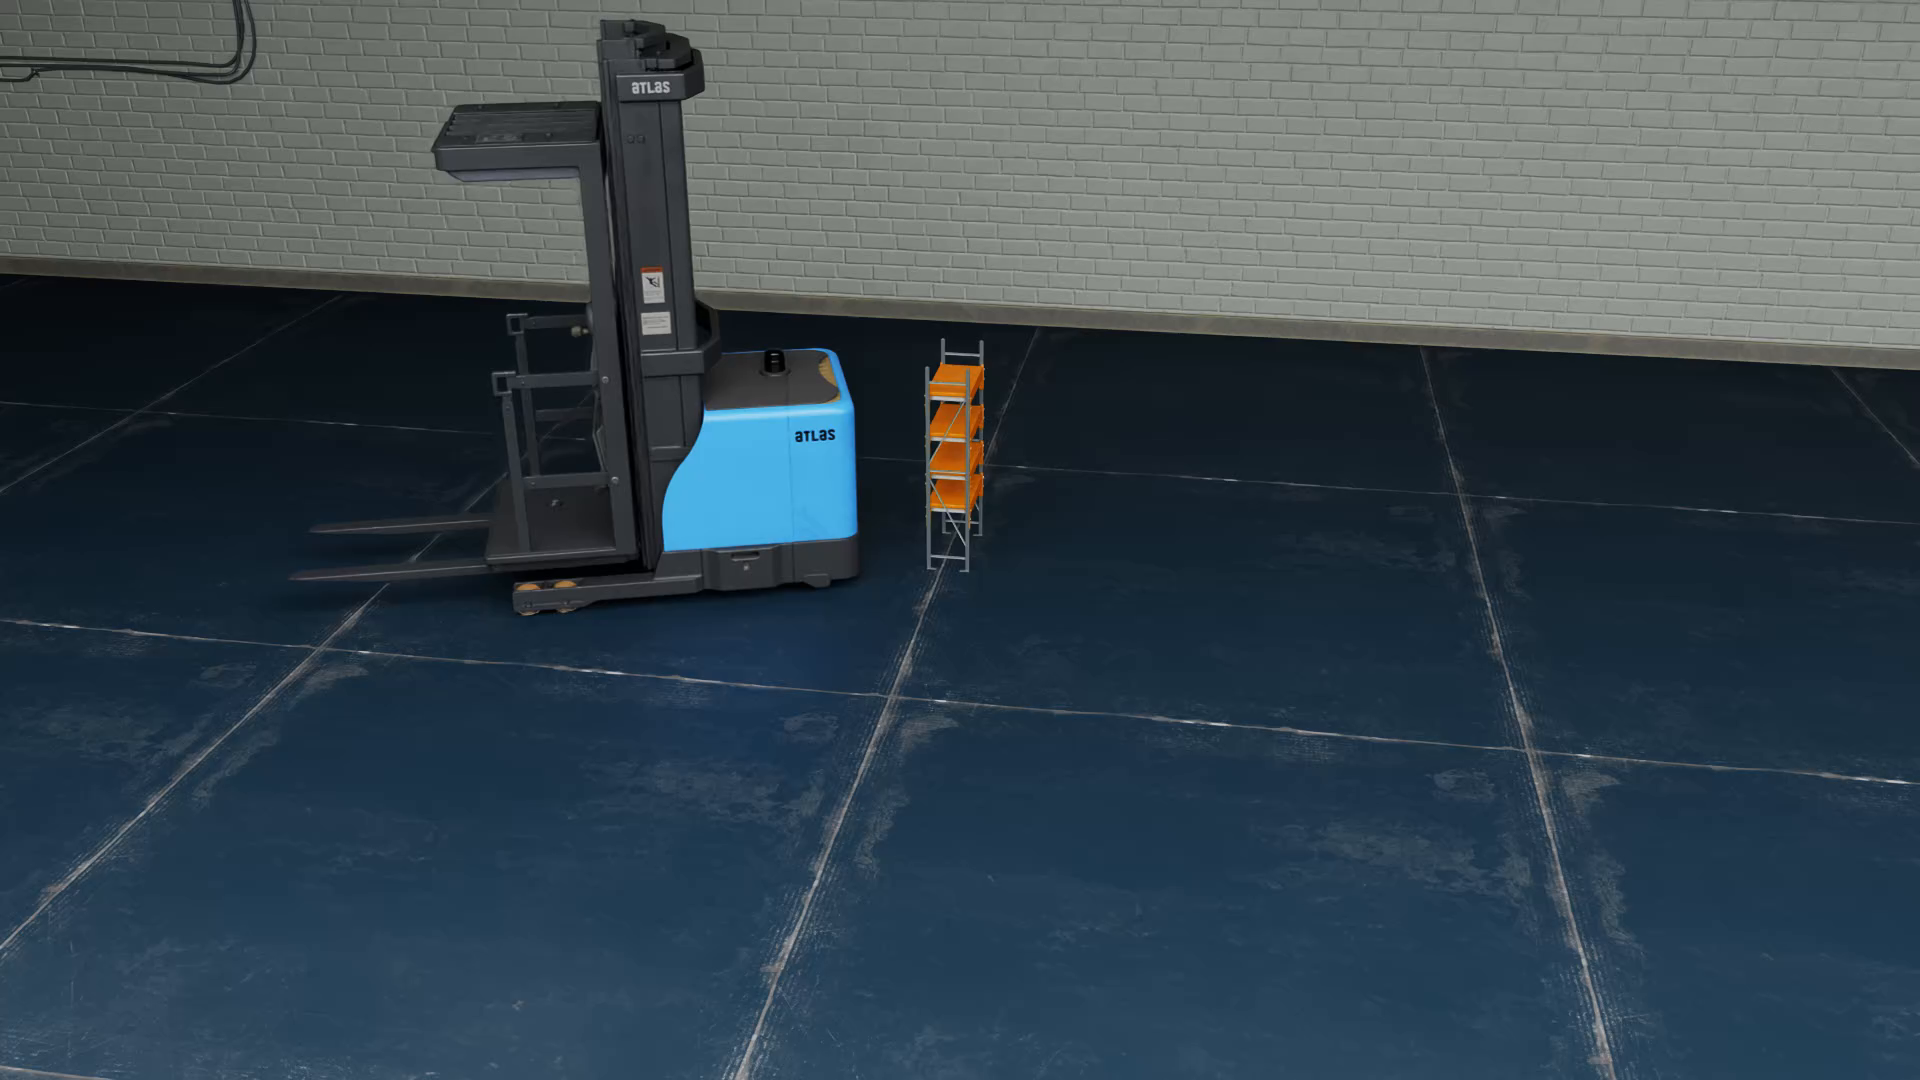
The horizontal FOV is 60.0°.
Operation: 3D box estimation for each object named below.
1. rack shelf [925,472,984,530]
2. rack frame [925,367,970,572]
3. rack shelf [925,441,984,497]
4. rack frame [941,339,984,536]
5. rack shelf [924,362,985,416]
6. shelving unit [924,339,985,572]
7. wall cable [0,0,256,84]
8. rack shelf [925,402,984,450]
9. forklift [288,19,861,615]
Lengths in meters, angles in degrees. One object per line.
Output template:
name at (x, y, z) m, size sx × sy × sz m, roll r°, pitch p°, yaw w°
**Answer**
rack shelf at (-0.027, -0.233, 9.460) m, size 0.258 × 0.148 × 0.480 m, roll 4°, pitch 25°, yaw 9°
rack frame at (-0.067, -0.372, 9.130) m, size 0.240 × 1.200 × 0.015 m, roll 4°, pitch 25°, yaw 9°
rack shelf at (-0.027, -0.413, 9.376) m, size 0.258 × 0.148 × 0.480 m, roll 4°, pitch 25°, yaw 9°
rack frame at (0.013, -0.576, 9.566) m, size 0.240 × 1.200 × 0.015 m, roll 4°, pitch 25°, yaw 9°
rack shelf at (-0.027, -0.830, 9.181) m, size 0.258 × 0.148 × 0.480 m, roll 4°, pitch 25°, yaw 9°
shelving unit at (-0.027, -0.474, 9.348) m, size 0.258 × 1.200 × 0.503 m, roll 4°, pitch 25°, yaw 9°
wall cable at (-7.254, -4.945, 13.362) m, size 3.097 × 2.526 × 0.112 m, roll 4°, pitch 25°, yaw 9°
rack shelf at (-0.027, -0.616, 9.281) m, size 0.258 × 0.148 × 0.480 m, roll 4°, pitch 25°, yaw 9°
forklift at (-2.113, -1.167, 8.785) m, size 3.031 × 2.935 × 1.130 m, roll -4°, pitch 25°, yaw -9°
